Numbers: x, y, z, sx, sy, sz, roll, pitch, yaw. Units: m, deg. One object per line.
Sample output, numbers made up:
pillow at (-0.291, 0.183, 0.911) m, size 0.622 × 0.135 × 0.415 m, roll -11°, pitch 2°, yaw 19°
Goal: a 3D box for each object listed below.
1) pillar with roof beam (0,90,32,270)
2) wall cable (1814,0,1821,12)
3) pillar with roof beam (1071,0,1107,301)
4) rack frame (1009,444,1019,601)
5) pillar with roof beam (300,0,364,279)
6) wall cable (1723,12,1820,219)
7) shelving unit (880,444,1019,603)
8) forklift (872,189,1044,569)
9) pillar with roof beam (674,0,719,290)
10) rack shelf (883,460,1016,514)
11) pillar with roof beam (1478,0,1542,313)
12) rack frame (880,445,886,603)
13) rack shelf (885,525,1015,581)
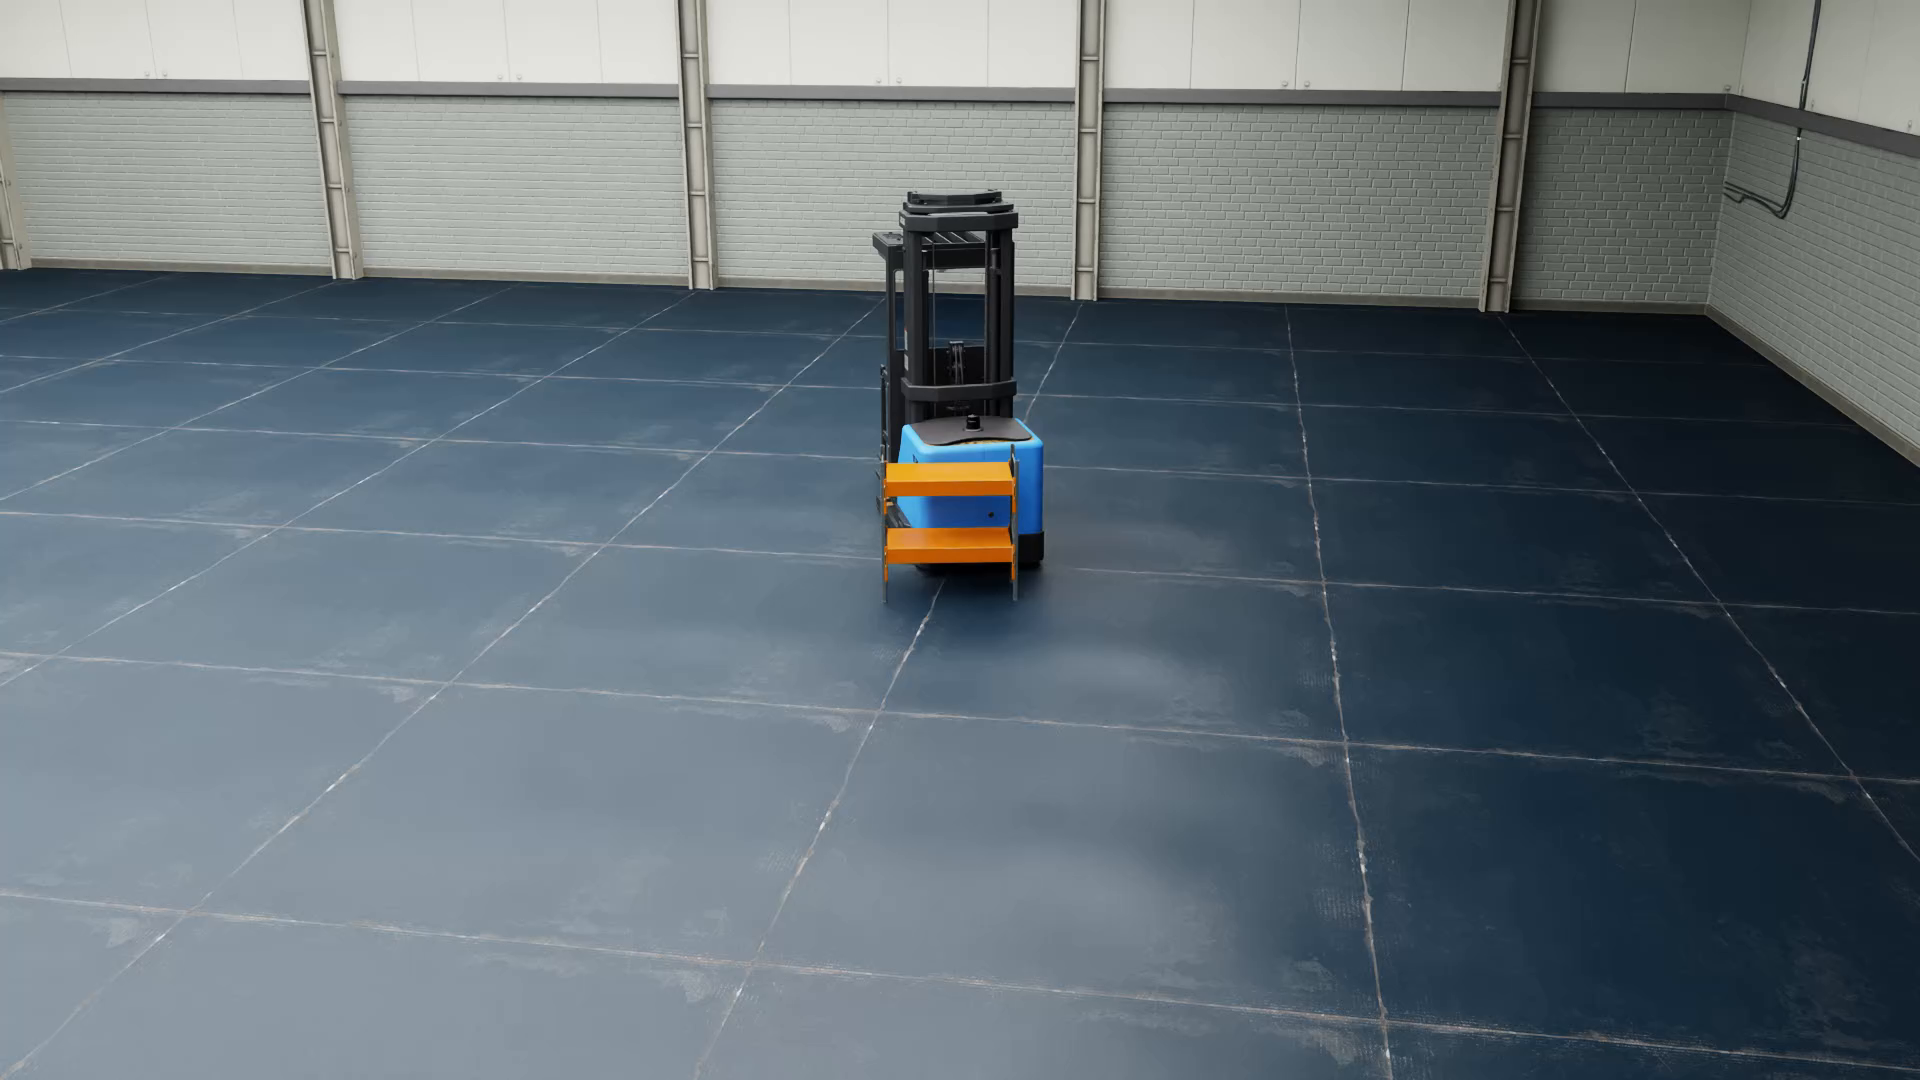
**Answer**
pillar with roof beam at (-16.559, -7.495, 22.522) m, size 0.400 × 9.000 × 9.100 m, roll 3°, pitch 19°, yaw 9°
wall cable at (10.089, -7.149, 18.420) m, size 0.112 × 2.526 × 3.097 m, roll 3°, pitch 19°, yaw 9°
pillar with roof beam at (1.213, -6.589, 19.815) m, size 0.400 × 9.000 × 9.100 m, roll 3°, pitch 19°, yaw 9°
rack frame at (0.421, -0.142, 12.954) m, size 0.032 × 1.125 × 0.500 m, roll -1°, pitch 19°, yaw -2°
pillar with roof beam at (-10.635, -7.193, 21.620) m, size 0.400 × 9.000 × 9.100 m, roll 3°, pitch 19°, yaw 9°
wall cable at (10.518, -5.601, 21.754) m, size 0.112 × 2.526 × 3.097 m, roll 3°, pitch 19°, yaw 9°
shelving unit at (-0.087, -0.135, 12.935) m, size 1.048 × 1.125 × 0.538 m, roll -1°, pitch 19°, yaw -2°
forklift at (-0.137, -1.583, 14.416) m, size 1.130 × 2.935 × 3.031 m, roll -4°, pitch 19°, yaw -12°
pillar with roof beam at (-4.711, -6.891, 20.717) m, size 0.400 × 9.000 × 9.100 m, roll 3°, pitch 19°, yaw 9°
rack shelf at (-0.087, -0.413, 12.842) m, size 1.000 × 0.278 × 0.538 m, roll -1°, pitch 19°, yaw -2°
pillar with roof beam at (7.137, -6.287, 18.912) m, size 0.400 × 9.000 × 9.100 m, roll 3°, pitch 19°, yaw 9°
rack frame at (-0.595, -0.129, 12.916) m, size 0.032 × 1.125 × 0.500 m, roll -1°, pitch 19°, yaw -2°
rack shelf at (-0.087, 0.096, 13.012) m, size 1.000 × 0.278 × 0.538 m, roll -1°, pitch 19°, yaw -2°
